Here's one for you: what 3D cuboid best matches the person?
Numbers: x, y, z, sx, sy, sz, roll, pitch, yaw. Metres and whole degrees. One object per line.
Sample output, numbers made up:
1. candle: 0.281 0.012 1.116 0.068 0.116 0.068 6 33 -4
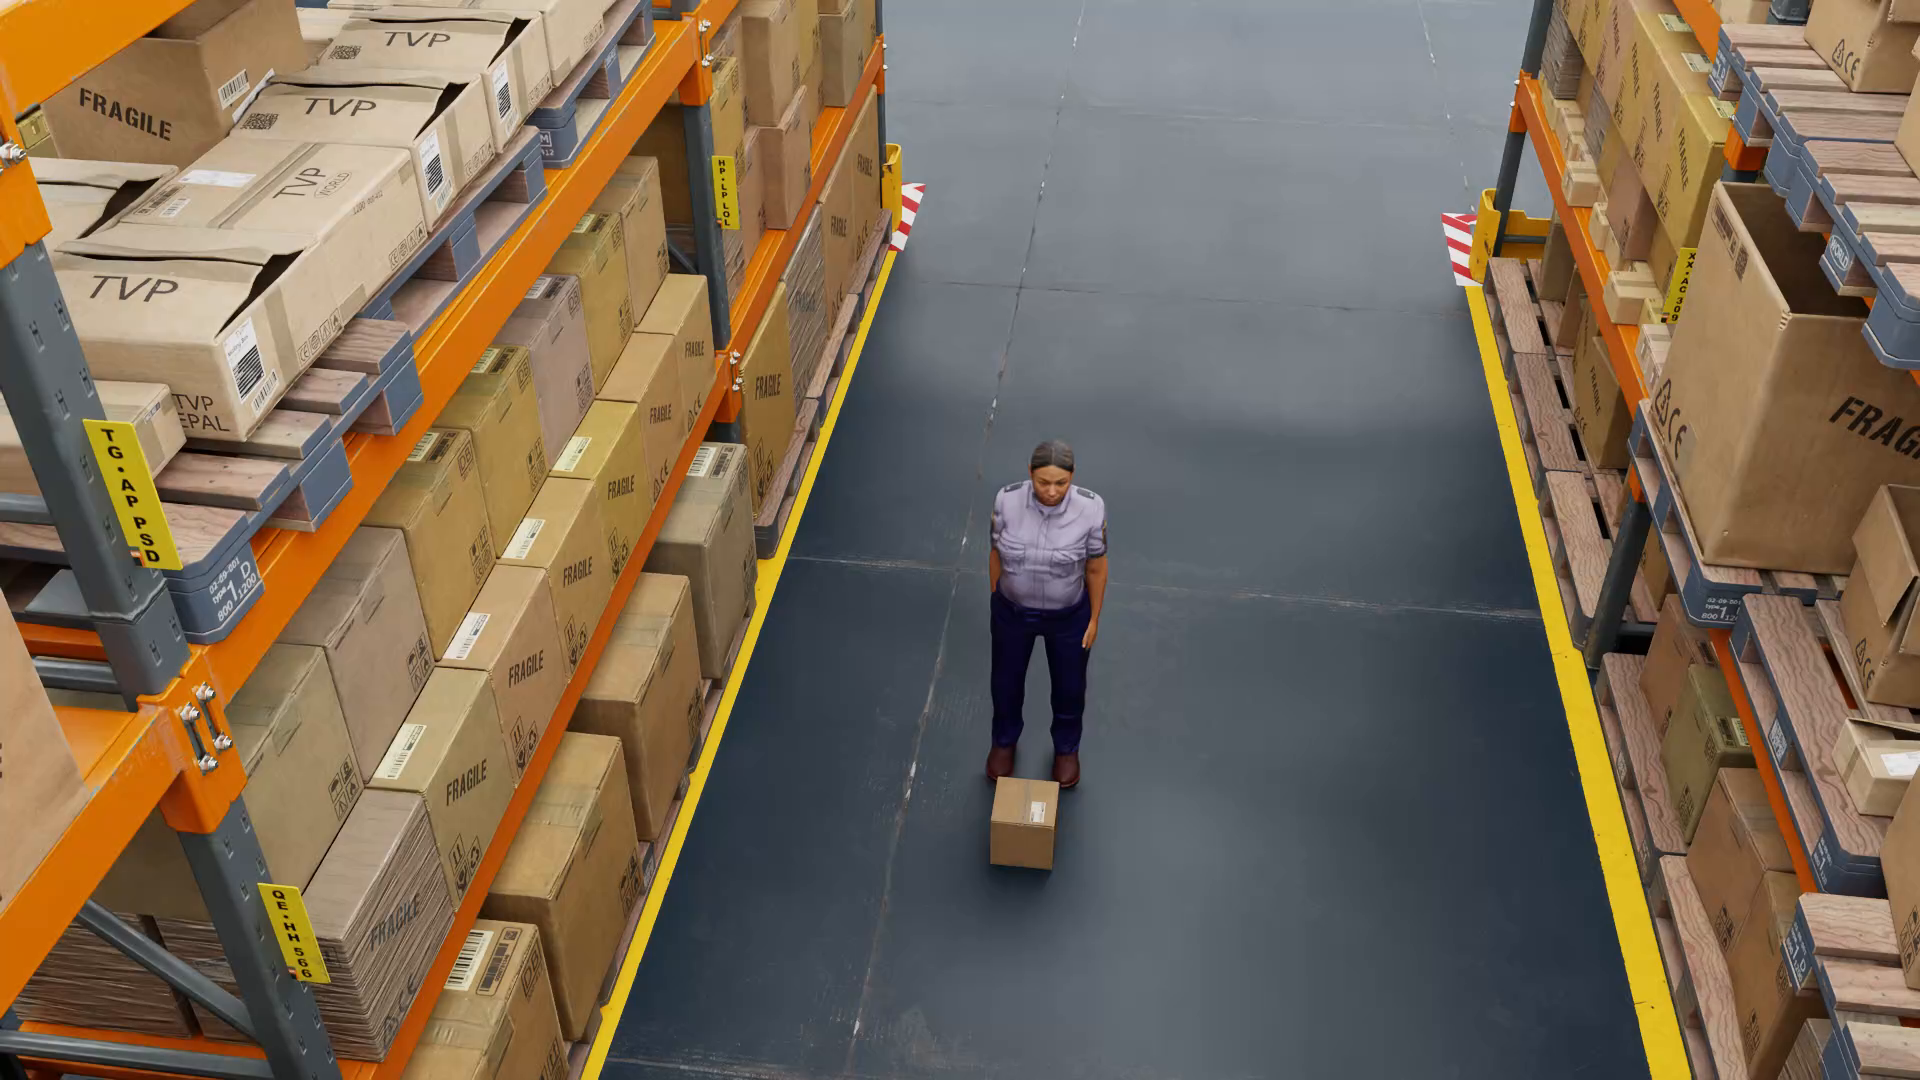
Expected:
1. person: 0.343 0.299 6.650 0.469 1.645 0.342 5 37 7
